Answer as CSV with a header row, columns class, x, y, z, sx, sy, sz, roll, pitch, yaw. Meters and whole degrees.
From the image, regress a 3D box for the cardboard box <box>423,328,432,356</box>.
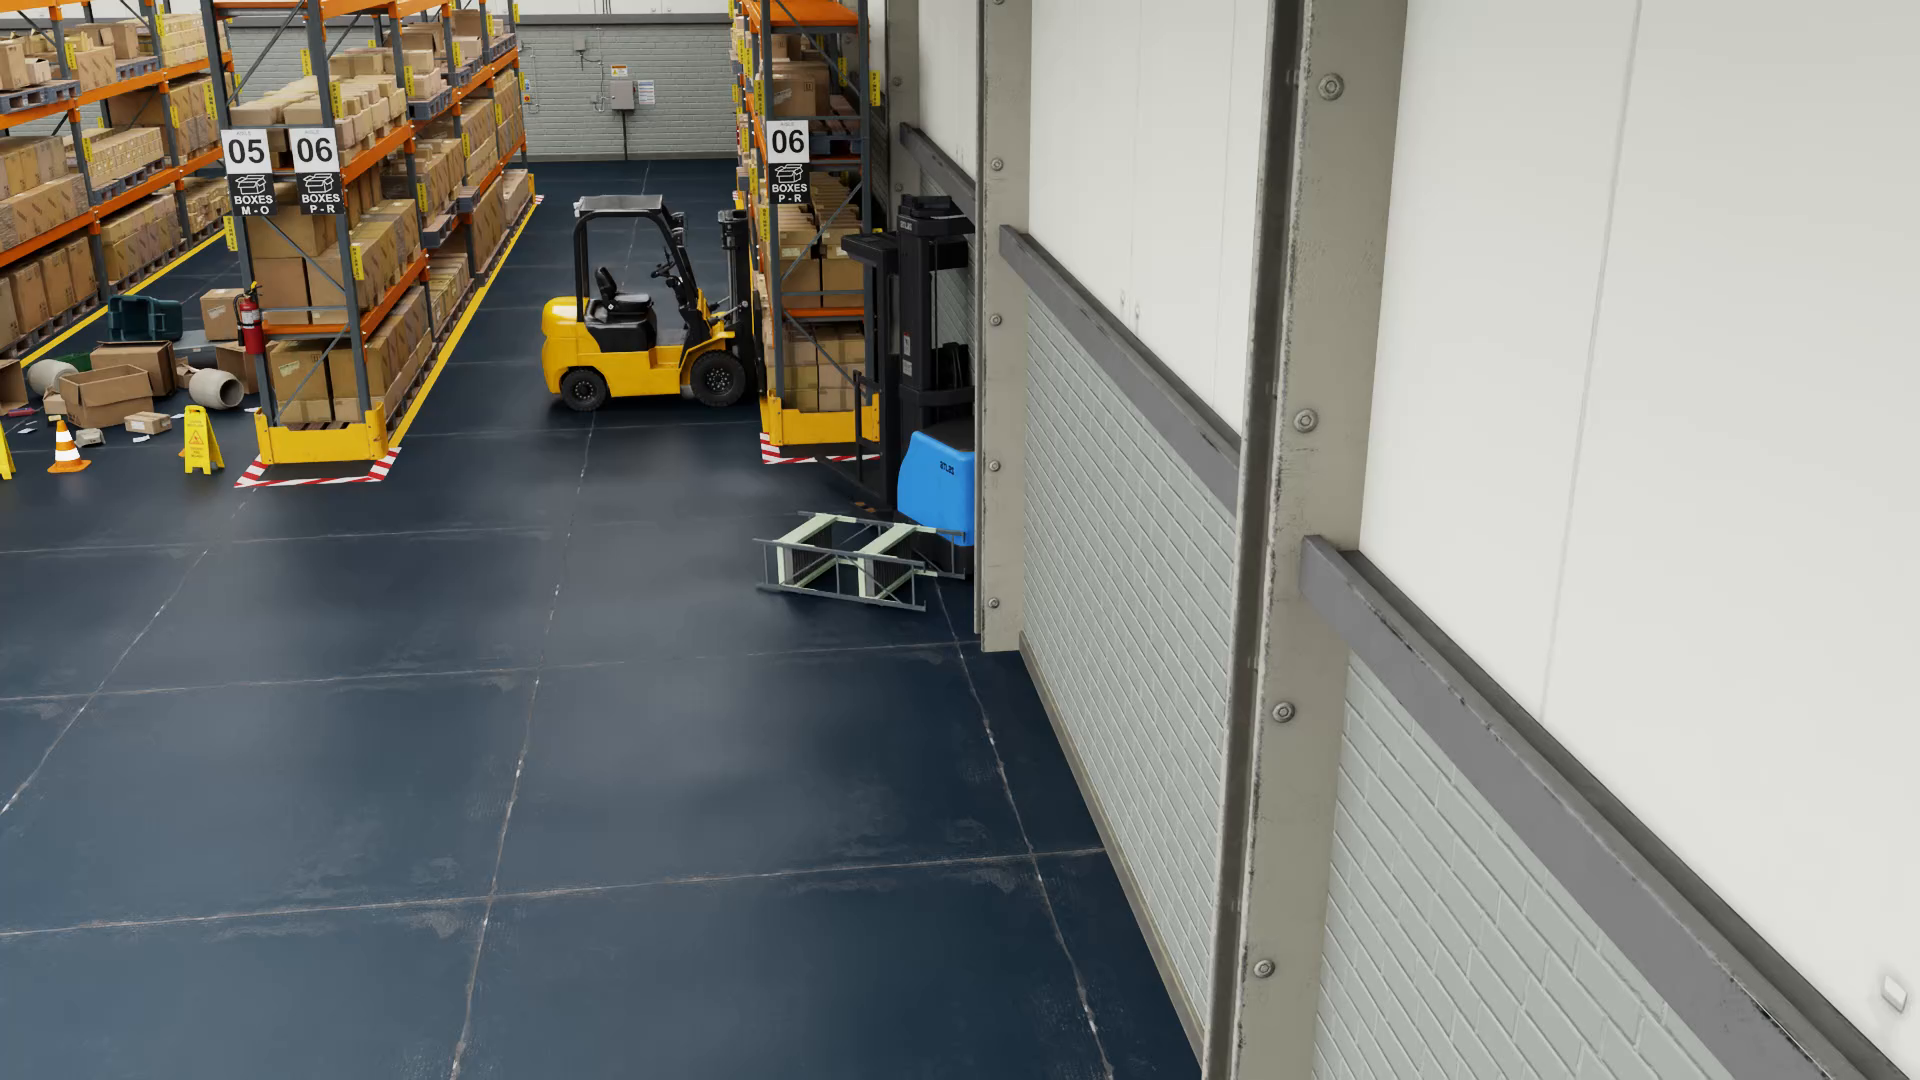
class,x,y,z,sx,sy,sz,roll,pitch,yaw
cardboard box,-6.506,-2.307,19.511,0.500,0.250,0.500,-2,21,-5

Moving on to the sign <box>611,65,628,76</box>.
class,x,y,z,sx,sy,sz,roll,pitch,yaw
sign,-7.408,-10.207,36.151,0.339,0.242,0.001,-3,21,-8

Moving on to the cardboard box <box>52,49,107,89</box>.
class,x,y,z,sx,sy,sz,roll,pitch,yaw
cardboard box,-12.216,-6.526,23.046,0.500,0.500,0.500,-3,21,-8

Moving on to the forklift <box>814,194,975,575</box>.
class,x,y,z,sx,sy,sz,roll,pitch,yaw
forklift,-0.322,-1.561,14.282,1.130,2.935,3.031,-12,24,-29

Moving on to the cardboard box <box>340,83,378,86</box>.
class,x,y,z,sx,sy,sz,roll,pitch,yaw
cardboard box,-6.430,-4.792,17.766,0.380,0.149,0.250,-3,21,-9

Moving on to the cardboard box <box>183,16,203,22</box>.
class,x,y,z,sx,sy,sz,roll,pitch,yaw
cardboard box,-13.011,-8.850,28.343,0.380,0.149,0.250,-3,21,-7

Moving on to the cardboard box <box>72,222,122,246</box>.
class,x,y,z,sx,sy,sz,roll,pitch,yaw
cardboard box,-12.178,-4.318,23.465,0.500,0.250,0.500,-4,21,-10

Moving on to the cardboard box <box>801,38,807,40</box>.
class,x,y,z,sx,sy,sz,roll,pitch,yaw
cardboard box,-2.433,-7.294,24.464,0.380,0.149,0.250,-2,21,-6

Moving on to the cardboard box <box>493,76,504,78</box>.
class,x,y,z,sx,sy,sz,roll,pitch,yaw
cardboard box,-8.080,-7.919,28.706,0.380,0.149,0.250,-2,21,-6

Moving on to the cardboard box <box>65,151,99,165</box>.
class,x,y,z,sx,sy,sz,roll,pitch,yaw
cardboard box,-12.234,-5.311,23.130,0.380,0.149,0.250,-3,21,-9

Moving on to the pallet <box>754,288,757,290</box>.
class,x,y,z,sx,sy,sz,roll,pitch,yaw
pallet,-2.270,-3.212,22.588,1.003,0.211,1.213,-3,21,-8

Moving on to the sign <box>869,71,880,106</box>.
class,x,y,z,sx,sy,sz,roll,pitch,yaw
sign,-0.820,-4.334,15.958,0.100,0.325,0.005,-3,21,-8

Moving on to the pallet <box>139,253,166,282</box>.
class,x,y,z,sx,sy,sz,roll,pitch,yaw
pallet,-12.602,-4.076,24.902,1.003,0.211,1.213,-3,21,-8

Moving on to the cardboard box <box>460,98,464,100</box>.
class,x,y,z,sx,sy,sz,roll,pitch,yaw
cardboard box,-8.352,-7.024,27.239,0.500,0.500,0.500,-3,21,-8

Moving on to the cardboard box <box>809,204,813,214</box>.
class,x,y,z,sx,sy,sz,roll,pitch,yaw
cardboard box,-1.526,-3.738,18.942,0.380,0.149,0.250,-2,21,-6

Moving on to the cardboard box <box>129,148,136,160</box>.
class,x,y,z,sx,sy,sz,roll,pitch,yaw
cardboard box,-12.448,-5.709,24.623,0.380,0.149,0.250,-3,21,-8

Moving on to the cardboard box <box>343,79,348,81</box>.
class,x,y,z,sx,sy,sz,roll,pitch,yaw
cardboard box,-7.085,-5.316,19.565,0.500,0.250,0.500,-3,21,-9

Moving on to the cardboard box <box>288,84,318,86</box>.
class,x,y,z,sx,sy,sz,roll,pitch,yaw
cardboard box,-6.943,-4.769,17.705,0.380,0.149,0.250,-4,21,-10

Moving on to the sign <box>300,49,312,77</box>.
class,x,y,z,sx,sy,sz,roll,pitch,yaw
sign,-7.406,-5.393,18.852,0.100,0.325,0.005,-3,21,-8

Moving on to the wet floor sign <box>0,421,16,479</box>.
class,x,y,z,sx,sy,sz,roll,pitch,yaw
wet floor sign,-9.201,-0.907,15.797,0.267,0.644,0.232,-7,21,-17

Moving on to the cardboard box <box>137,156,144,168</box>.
class,x,y,z,sx,sy,sz,roll,pitch,yaw
cardboard box,-12.488,-5.667,24.936,0.380,0.149,0.250,-4,21,-10

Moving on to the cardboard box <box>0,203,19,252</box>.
class,x,y,z,sx,sy,sz,roll,pitch,yaw
cardboard box,-11.624,-3.722,19.827,0.500,0.500,0.500,-3,21,-7

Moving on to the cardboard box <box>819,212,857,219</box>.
class,x,y,z,sx,sy,sz,roll,pitch,yaw
cardboard box,-1.284,-3.343,17.459,0.380,0.149,0.250,-3,21,-7

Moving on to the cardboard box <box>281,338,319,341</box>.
class,x,y,z,sx,sy,sz,roll,pitch,yaw
cardboard box,-6.774,-2.157,17.108,0.380,0.149,0.250,-2,21,-6

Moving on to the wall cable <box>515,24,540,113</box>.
class,x,y,z,sx,sy,sz,roll,pitch,yaw
wall cable,-9.423,-10.186,35.780,0.585,1.953,0.123,-3,21,-8

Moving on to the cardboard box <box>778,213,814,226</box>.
class,x,y,z,sx,sy,sz,roll,pitch,yaw
cardboard box,-1.723,-3.323,17.405,0.380,0.149,0.250,-3,21,-7

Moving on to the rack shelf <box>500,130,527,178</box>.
class,x,y,z,sx,sy,sz,roll,pitch,yaw
rack shelf,-8.299,-6.715,29.011,1.077,0.370,4.000,-3,21,-8

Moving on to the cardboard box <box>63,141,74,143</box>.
class,x,y,z,sx,sy,sz,roll,pitch,yaw
cardboard box,-13.063,-5.732,24.260,0.380,0.149,0.250,-2,21,-6

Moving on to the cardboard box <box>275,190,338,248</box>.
class,x,y,z,sx,sy,sz,roll,pitch,yaw
cardboard box,-6.636,-3.201,16.577,0.700,0.500,0.500,-3,21,-7

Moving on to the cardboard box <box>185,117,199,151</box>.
class,x,y,z,sx,sy,sz,roll,pitch,yaw
cardboard box,-12.795,-6.616,27.150,0.500,0.500,0.500,-3,21,-8

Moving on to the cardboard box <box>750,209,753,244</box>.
class,x,y,z,sx,sy,sz,roll,pitch,yaw
cardboard box,-3.030,-4.921,26.153,0.500,0.500,0.500,-4,21,-10

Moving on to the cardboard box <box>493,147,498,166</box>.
class,x,y,z,sx,sy,sz,roll,pitch,yaw
cardboard box,-7.697,-6.147,26.675,0.500,0.250,0.500,-3,21,-9

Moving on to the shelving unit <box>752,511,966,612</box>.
class,x,y,z,sx,sy,sz,roll,pitch,yaw
shelving unit,-0.796,0.151,13.216,1.500,0.431,0.755,7,21,23

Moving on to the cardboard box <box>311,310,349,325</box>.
class,x,y,z,sx,sy,sz,roll,pitch,yaw
cardboard box,-6.125,-2.215,16.294,0.380,0.149,0.250,-3,21,-8

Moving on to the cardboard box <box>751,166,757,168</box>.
class,x,y,z,sx,sy,sz,roll,pitch,yaw
cardboard box,-2.544,-4.828,21.860,0.380,0.149,0.250,-3,21,-9

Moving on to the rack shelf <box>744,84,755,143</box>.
class,x,y,z,sx,sy,sz,roll,pitch,yaw
rack shelf,-2.235,-5.602,21.744,1.077,0.370,4.000,-3,21,-8

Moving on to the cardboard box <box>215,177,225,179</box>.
class,x,y,z,sx,sy,sz,roll,pitch,yaw
cardboard box,-13.144,-6.429,29.842,0.380,0.149,0.250,-3,21,-7

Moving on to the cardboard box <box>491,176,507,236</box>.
class,x,y,z,sx,sy,sz,roll,pitch,yaw
cardboard box,-7.842,-5.350,26.765,0.875,0.875,0.875,-2,21,-6

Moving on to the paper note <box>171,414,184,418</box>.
class,x,y,z,sx,sy,sz,roll,pitch,yaw
paper note,-8.361,-1.337,17.843,0.148,0.019,0.142,4,21,11

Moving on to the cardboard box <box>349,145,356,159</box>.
class,x,y,z,sx,sy,sz,roll,pitch,yaw
cardboard box,-6.138,-3.804,16.259,0.380,0.149,0.250,-2,21,-6

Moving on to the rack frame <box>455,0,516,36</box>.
class,x,y,z,sx,sy,sz,roll,pitch,yaw
rack frame,-8.587,-10.555,29.689,1.000,3.000,0.127,-3,21,-8

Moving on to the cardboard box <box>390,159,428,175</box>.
class,x,y,z,sx,sy,sz,roll,pitch,yaw
cardboard box,-6.576,-4.457,19.842,0.380,0.149,0.250,-3,21,-8

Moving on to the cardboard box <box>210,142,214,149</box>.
class,x,y,z,sx,sy,sz,roll,pitch,yaw
cardboard box,-13.046,-6.793,28.551,0.380,0.149,0.250,-4,21,-10

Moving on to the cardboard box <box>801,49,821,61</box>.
class,x,y,z,sx,sy,sz,roll,pitch,yaw
cardboard box,-2.165,-6.567,22.770,0.500,0.250,0.500,-3,21,-8

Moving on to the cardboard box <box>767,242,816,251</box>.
class,x,y,z,sx,sy,sz,roll,pitch,yaw
cardboard box,-1.766,-2.841,17.466,0.500,0.500,0.500,-2,21,-6

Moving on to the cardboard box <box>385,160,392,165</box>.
class,x,y,z,sx,sy,sz,roll,pitch,yaw
cardboard box,-7.293,-4.472,20.808,0.500,0.500,0.500,-2,21,-6

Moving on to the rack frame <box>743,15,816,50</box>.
class,x,y,z,sx,sy,sz,roll,pitch,yaw
rack frame,-2.523,-8.037,22.947,1.000,3.000,0.127,-3,21,-8

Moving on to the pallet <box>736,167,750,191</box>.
class,x,y,z,sx,sy,sz,roll,pitch,yaw
pallet,-2.690,-5.368,24.649,1.213,0.211,1.003,-3,21,-8

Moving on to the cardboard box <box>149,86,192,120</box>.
class,x,y,z,sx,sy,sz,roll,pitch,yaw
cardboard box,-12.808,-7.077,26.954,0.500,0.500,0.500,-4,21,-9

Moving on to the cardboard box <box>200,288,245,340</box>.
class,x,y,z,sx,sy,sz,roll,pitch,yaw
cardboard box,-8.615,-2.673,19.652,0.500,0.500,0.500,-3,21,-8

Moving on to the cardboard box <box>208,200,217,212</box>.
class,x,y,z,sx,sy,sz,roll,pitch,yaw
cardboard box,-12.852,-5.664,28.216,0.380,0.149,0.250,-3,21,-8
